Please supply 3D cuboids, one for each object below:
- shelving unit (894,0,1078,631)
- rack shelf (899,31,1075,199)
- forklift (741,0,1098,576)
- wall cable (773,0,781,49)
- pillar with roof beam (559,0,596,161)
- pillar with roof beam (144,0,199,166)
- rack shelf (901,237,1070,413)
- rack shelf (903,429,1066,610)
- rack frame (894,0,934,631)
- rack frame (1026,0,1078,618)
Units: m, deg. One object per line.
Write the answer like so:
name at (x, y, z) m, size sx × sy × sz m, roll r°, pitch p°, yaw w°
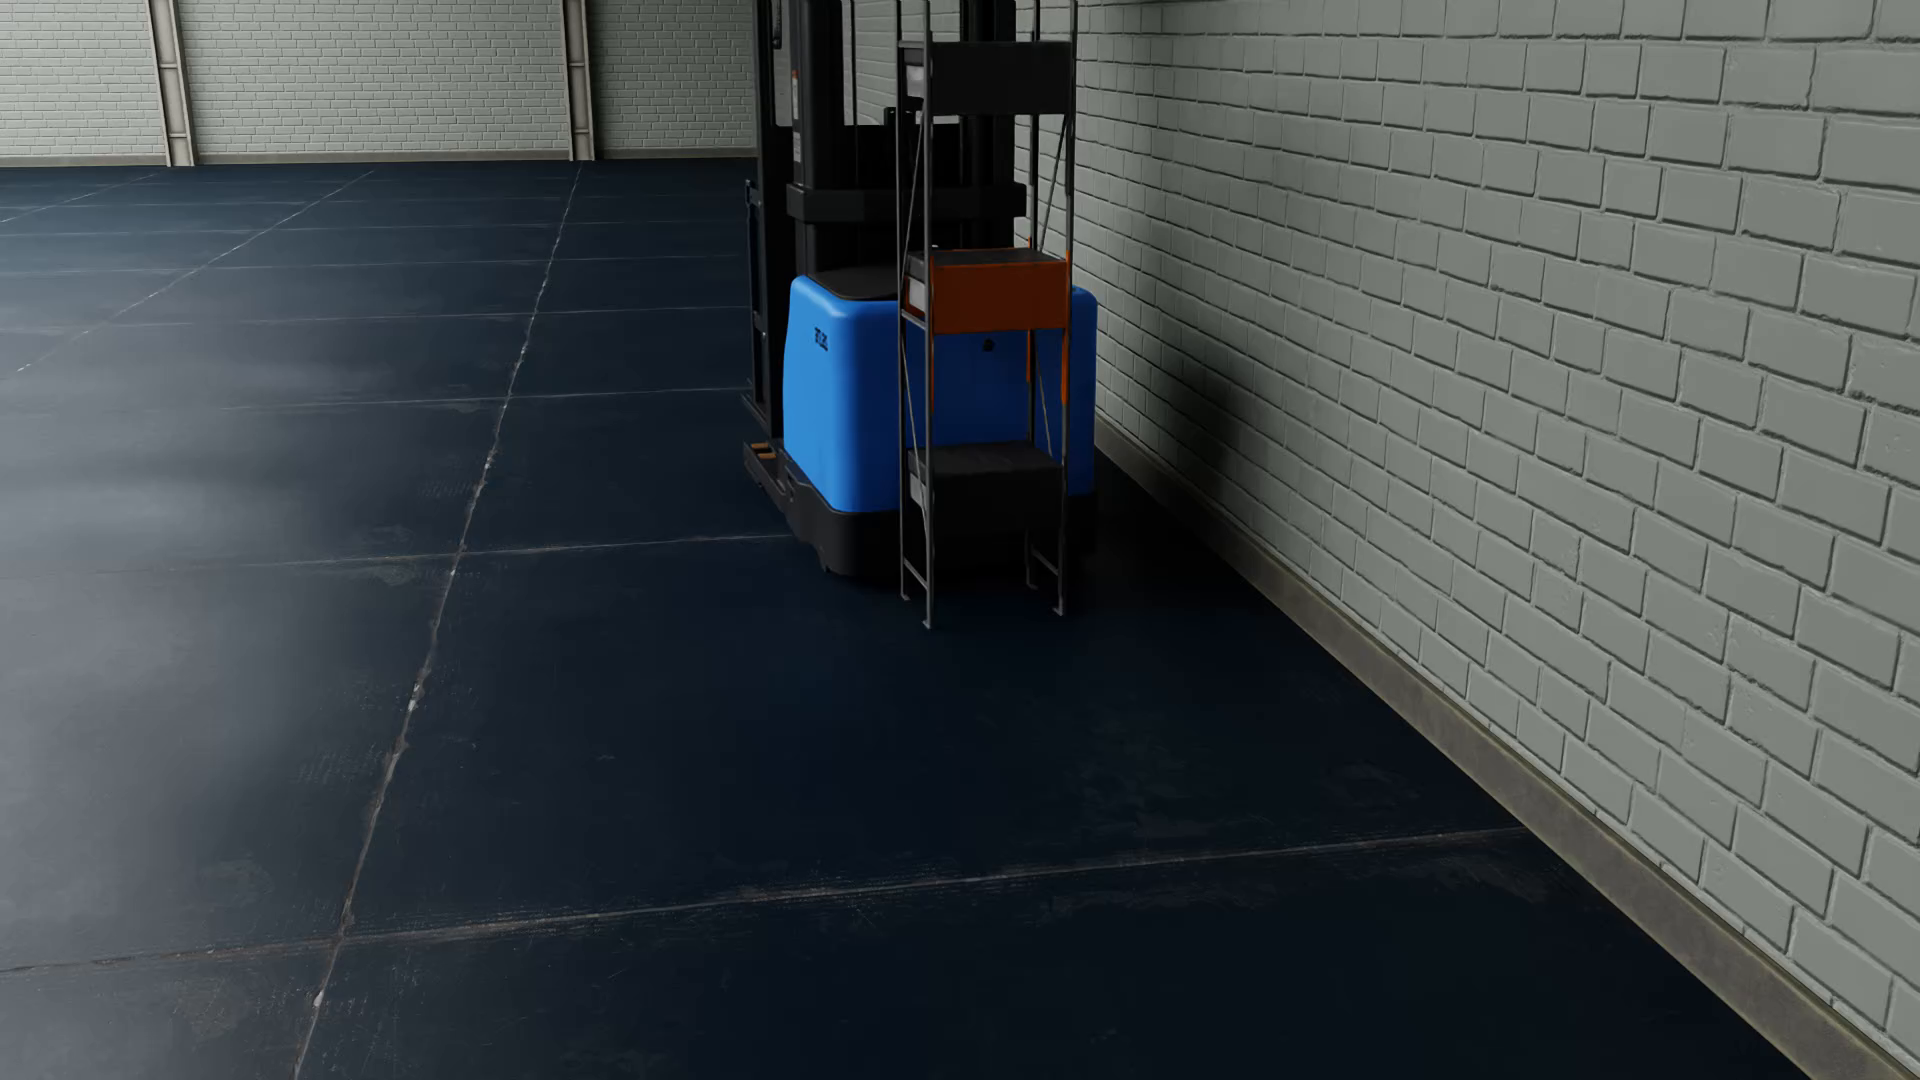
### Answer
shelving unit at (0.079, -0.764, 5.722) m, size 0.503 × 2.100 × 0.431 m, roll -5°, pitch 18°, yaw -16°
rack shelf at (0.079, -1.420, 5.520) m, size 0.480 × 0.518 × 0.431 m, roll -5°, pitch 18°, yaw -16°
forklift at (-0.378, -1.660, 7.226) m, size 1.130 × 2.935 × 3.031 m, roll -5°, pitch 18°, yaw -16°
wall cable at (-2.902, -8.691, 25.071) m, size 0.112 × 2.526 × 3.097 m, roll -3°, pitch 17°, yaw -10°
pillar with roof beam at (-5.229, -9.152, 21.281) m, size 0.400 × 9.000 × 9.100 m, roll -3°, pitch 17°, yaw -10°
pillar with roof beam at (-11.120, -8.818, 20.193) m, size 0.400 × 9.000 × 9.100 m, roll -3°, pitch 17°, yaw -10°
rack shelf at (0.079, -0.751, 5.726) m, size 0.480 × 0.518 × 0.431 m, roll -5°, pitch 18°, yaw -16°
rack shelf at (0.079, -0.081, 5.931) m, size 0.480 × 0.518 × 0.431 m, roll -5°, pitch 18°, yaw -16°
rack frame at (-0.155, -0.743, 5.656) m, size 0.015 × 2.100 × 0.400 m, roll -5°, pitch 18°, yaw -16°
rack frame at (0.313, -0.784, 5.788) m, size 0.015 × 2.100 × 0.400 m, roll -5°, pitch 18°, yaw -16°
